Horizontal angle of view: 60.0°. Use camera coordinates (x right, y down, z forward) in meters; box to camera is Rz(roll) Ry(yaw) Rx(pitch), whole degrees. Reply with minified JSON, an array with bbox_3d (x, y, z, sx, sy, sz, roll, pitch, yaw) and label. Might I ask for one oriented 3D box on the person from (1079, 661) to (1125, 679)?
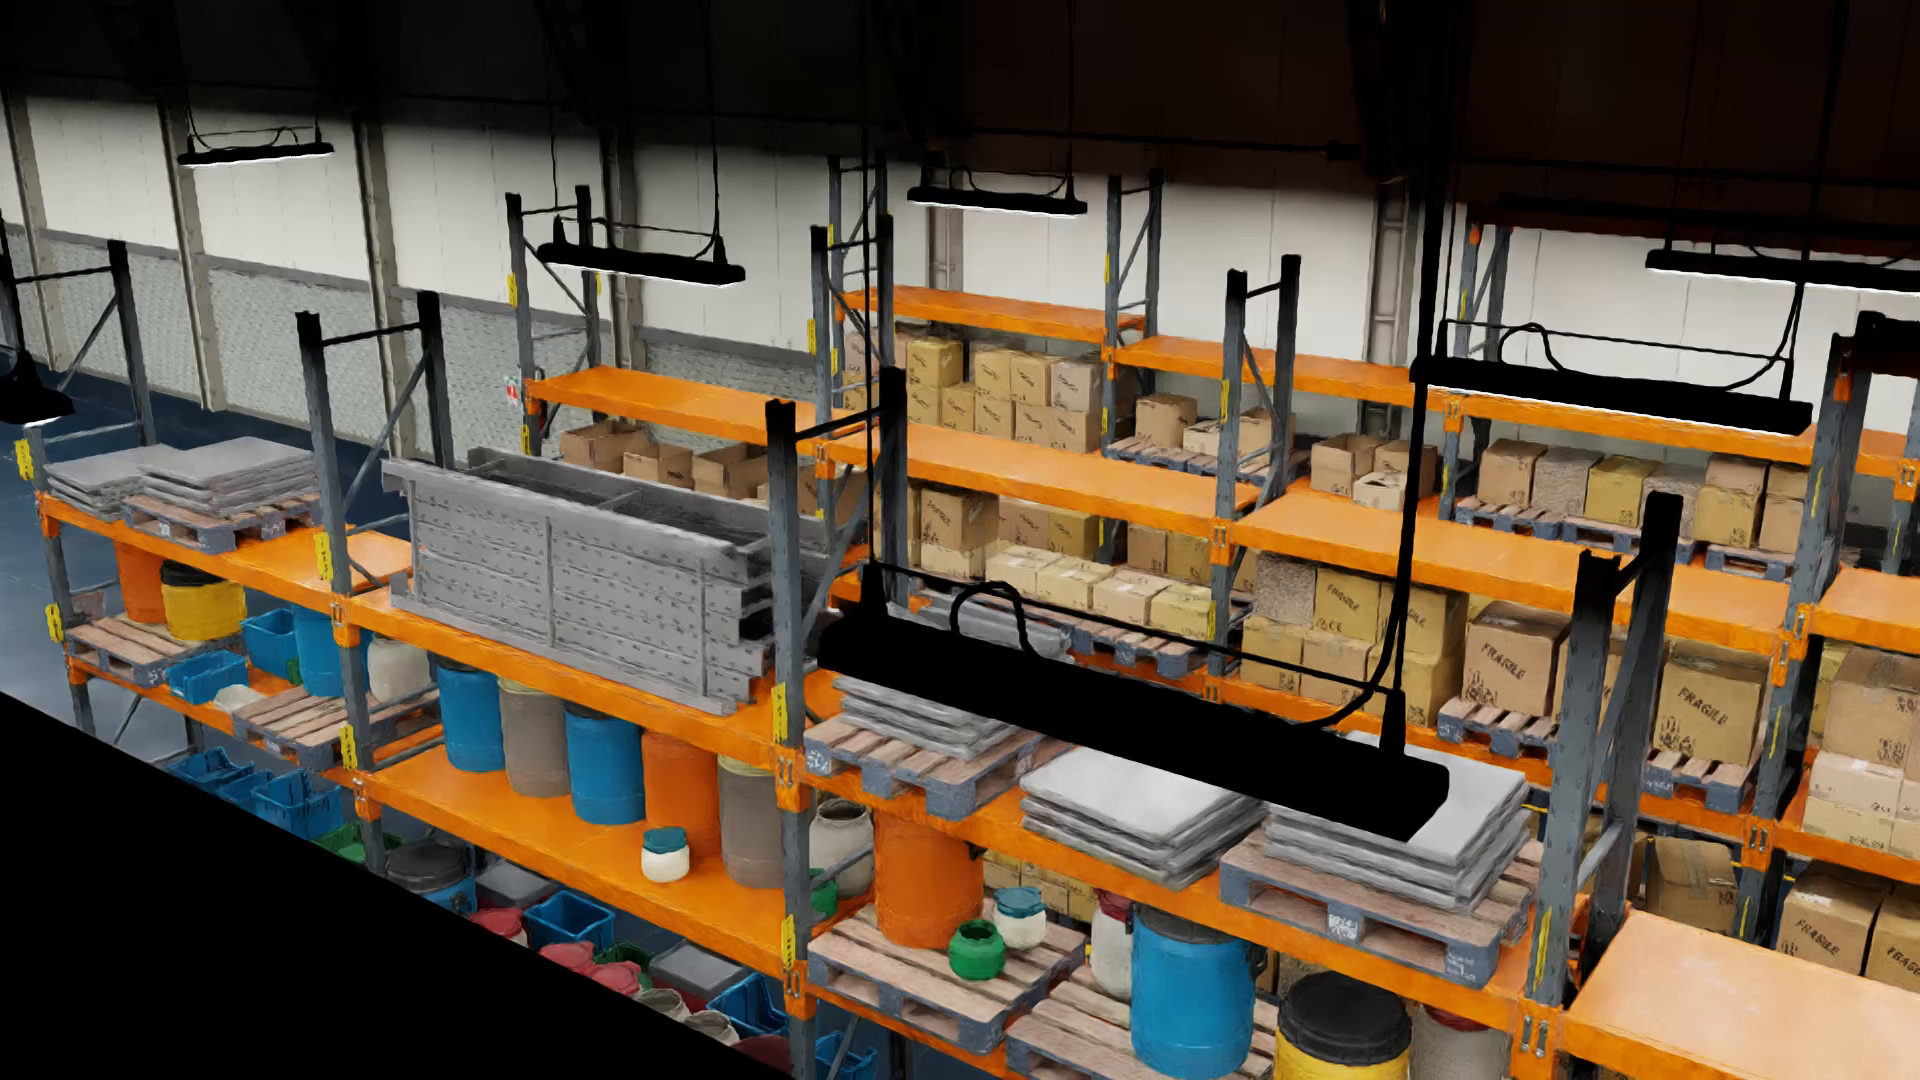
[{"bbox_3d":[1.513,1.551,17.904,0.531,1.645,0.437,3,19,8],"label":"person"}]
